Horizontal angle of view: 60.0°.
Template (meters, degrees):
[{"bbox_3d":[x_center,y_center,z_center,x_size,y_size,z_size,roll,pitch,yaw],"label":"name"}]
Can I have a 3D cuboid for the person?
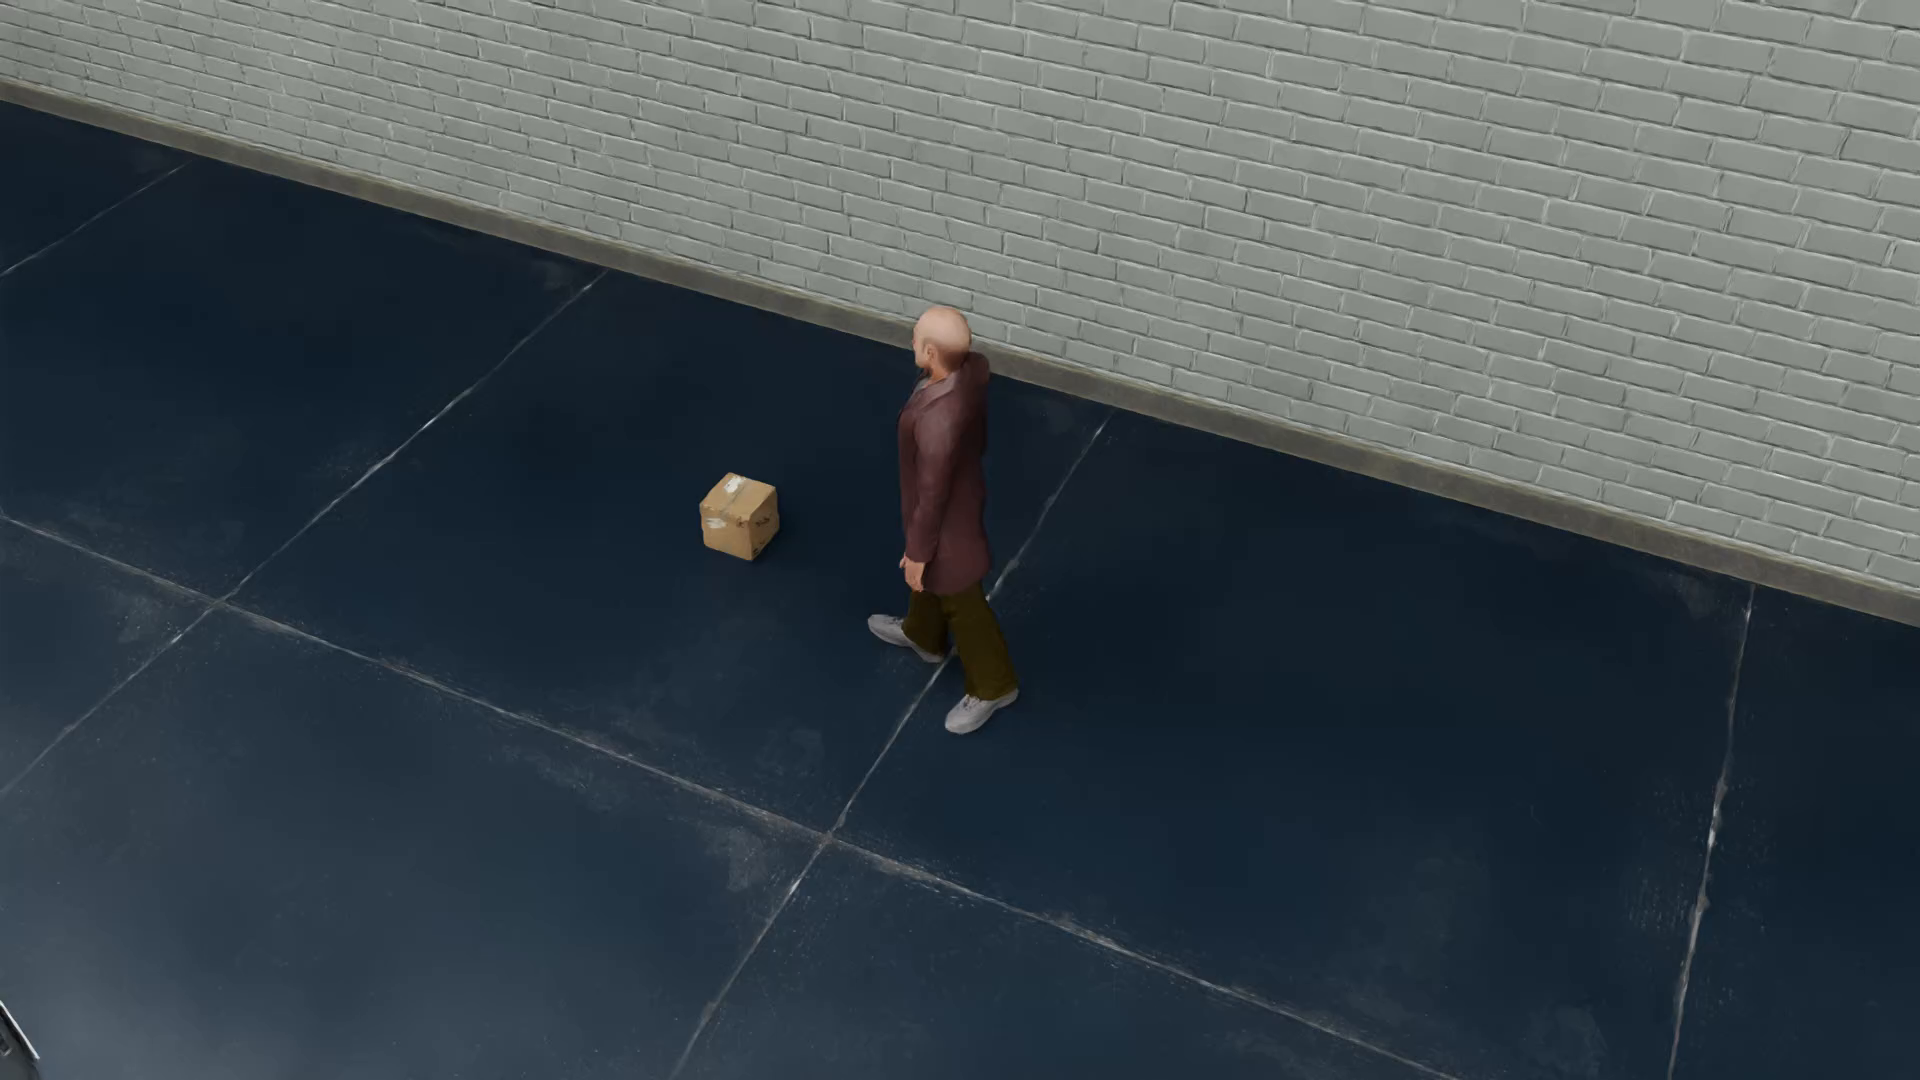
[{"bbox_3d":[-0.073,-0.141,6.321,0.697,1.774,0.791,7,42,8],"label":"person"}]
